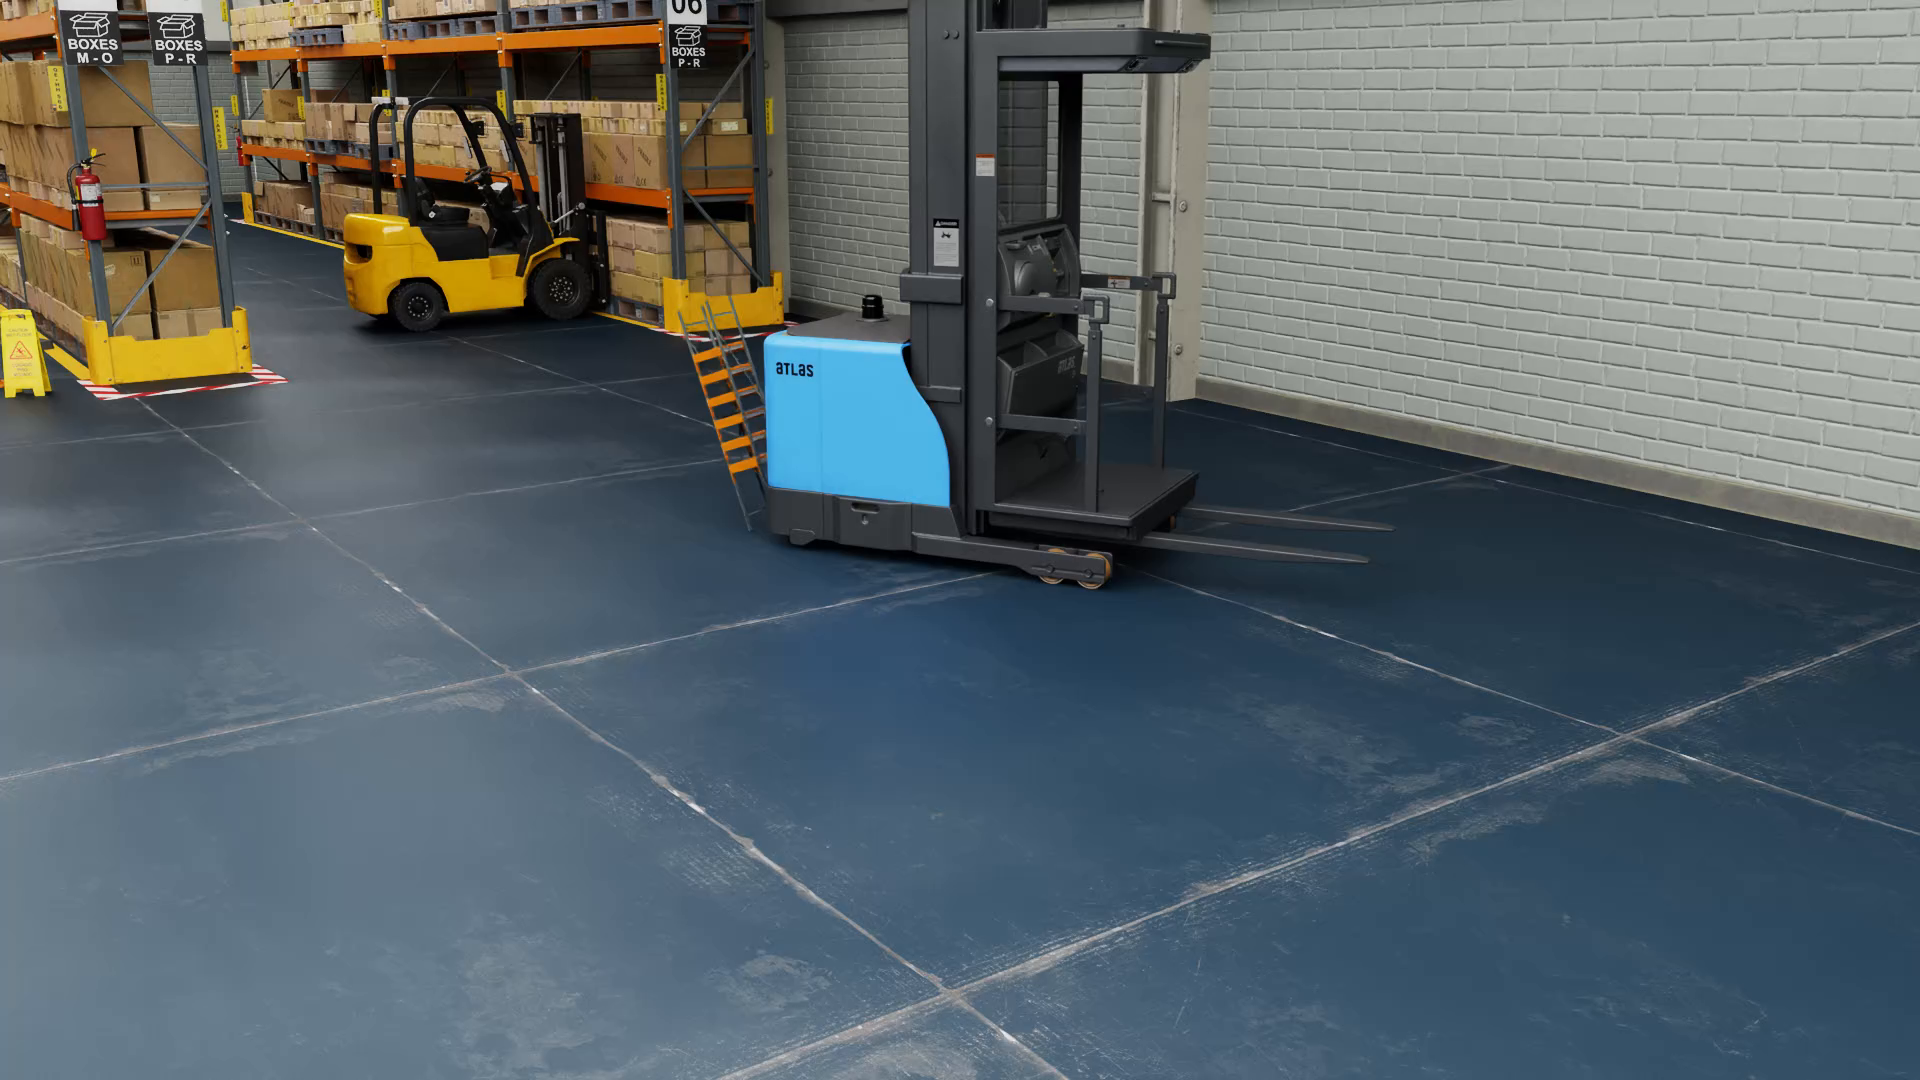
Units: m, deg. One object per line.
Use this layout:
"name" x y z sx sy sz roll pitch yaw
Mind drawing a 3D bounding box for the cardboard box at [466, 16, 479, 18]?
"cardboard box" -5.859 -6.505 20.438 0.380 0.166 0.250 -11 19 -35

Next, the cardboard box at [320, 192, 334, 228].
"cardboard box" -9.250 -4.951 24.922 0.500 0.500 0.500 -10 18 -32

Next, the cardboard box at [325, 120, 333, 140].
"cardboard box" -8.846 -5.874 23.813 0.396 0.266 0.258 -10 18 -32

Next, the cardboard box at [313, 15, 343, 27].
"cardboard box" -8.896 -7.325 23.467 0.380 0.149 0.250 -11 19 -35

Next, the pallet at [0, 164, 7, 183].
"pallet" -9.816 -3.958 17.718 1.003 0.211 1.213 -11 19 -35

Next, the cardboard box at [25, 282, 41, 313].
"cardboard box" -8.533 -2.321 15.787 0.500 0.250 0.500 -12 19 -37

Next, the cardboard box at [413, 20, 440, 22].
"cardboard box" -7.022 -6.920 22.023 0.380 0.149 0.250 -11 19 -34

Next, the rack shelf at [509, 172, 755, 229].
"rack shelf" -3.472 -3.610 17.446 1.077 0.370 4.000 -11 19 -35

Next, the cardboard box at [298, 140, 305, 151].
"cardboard box" -9.915 -6.052 25.482 0.380 0.149 0.250 -10 18 -33

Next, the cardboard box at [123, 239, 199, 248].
"cardboard box" -6.885 -2.328 14.391 0.500 0.500 0.500 -12 19 -37

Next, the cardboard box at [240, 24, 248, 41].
"cardboard box" -11.349 -8.222 26.972 0.500 0.250 0.500 -10 18 -33

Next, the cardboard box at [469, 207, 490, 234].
"cardboard box" -5.414 -3.718 20.180 0.875 0.625 0.625 -11 19 -35

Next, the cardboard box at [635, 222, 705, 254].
"cardboard box" -2.819 -2.938 16.148 0.500 0.250 0.500 -10 18 -33

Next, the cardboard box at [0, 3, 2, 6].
"cardboard box" -8.313 -4.885 14.782 0.500 0.250 0.500 -11 19 -35

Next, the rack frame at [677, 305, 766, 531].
"rack frame" -1.233 -0.644 8.770 0.006 1.200 0.240 -14 8 28

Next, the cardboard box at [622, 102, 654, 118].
"cardboard box" -3.110 -4.242 16.412 0.380 0.149 0.250 -11 19 -34

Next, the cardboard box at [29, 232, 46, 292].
"cardboard box" -8.208 -2.570 15.277 0.500 0.500 0.500 -10 18 -32

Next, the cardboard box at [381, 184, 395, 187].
"cardboard box" -8.303 -5.144 24.401 0.380 0.149 0.250 -10 18 -33

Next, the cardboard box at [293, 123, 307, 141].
"cardboard box" -9.849 -6.234 25.392 0.500 0.250 0.500 -10 18 -33

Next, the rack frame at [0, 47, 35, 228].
"rack frame" -11.013 -4.467 19.214 1.000 3.000 0.127 -11 19 -35

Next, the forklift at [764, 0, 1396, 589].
"forklift" 0.571 -1.345 7.938 3.031 2.935 1.130 7 17 24

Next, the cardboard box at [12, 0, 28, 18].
"cardboard box" -7.684 -4.438 13.902 0.380 0.149 0.250 -11 19 -35

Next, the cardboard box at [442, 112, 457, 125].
"cardboard box" -6.023 -5.096 20.096 0.380 0.149 0.250 -11 19 -36

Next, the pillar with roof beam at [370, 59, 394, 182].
"pillar with roof beam" -12.515 -8.606 22.973 9.100 9.000 0.400 -11 19 -35

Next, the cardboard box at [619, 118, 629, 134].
"cardboard box" -3.141 -4.091 16.422 0.380 0.149 0.250 -11 19 -35

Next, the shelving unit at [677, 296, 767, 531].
"shelving unit" -1.154 -0.663 8.727 0.189 1.200 0.258 -14 8 28

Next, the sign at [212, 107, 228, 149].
"sign" -5.870 -3.260 13.166 0.100 0.325 0.005 -11 19 -35

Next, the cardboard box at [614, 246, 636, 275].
"cardboard box" -3.122 -2.811 16.632 0.500 0.250 0.500 -11 19 -35

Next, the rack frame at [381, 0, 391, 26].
"rack frame" -7.000 -8.132 21.240 1.000 3.000 0.127 -11 19 -35

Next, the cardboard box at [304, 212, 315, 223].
"cardboard box" -9.917 -4.993 25.741 0.380 0.149 0.250 -12 19 -36

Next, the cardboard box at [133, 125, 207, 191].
"cardboard box" -6.363 -3.094 13.447 0.500 0.500 0.500 -11 19 -35

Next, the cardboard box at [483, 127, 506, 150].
"cardboard box" -5.144 -4.618 19.103 0.500 0.250 0.500 -11 19 -36

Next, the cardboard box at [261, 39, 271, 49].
"cardboard box" -10.732 -7.773 26.087 0.380 0.149 0.250 -10 18 -33

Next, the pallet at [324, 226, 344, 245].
"pallet" -8.843 -4.579 24.907 1.003 0.211 1.213 -11 19 -35

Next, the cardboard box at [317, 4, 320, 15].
"cardboard box" -8.832 -7.477 23.458 0.380 0.149 0.250 -11 19 -34

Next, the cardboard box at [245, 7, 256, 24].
"cardboard box" -11.056 -8.355 26.512 0.500 0.250 0.500 -11 19 -35

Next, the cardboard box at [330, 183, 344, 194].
"cardboard box" -9.131 -5.237 24.738 0.380 0.149 0.250 -11 19 -36

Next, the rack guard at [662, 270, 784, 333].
"rack guard" -2.282 -2.319 16.101 1.175 0.500 0.348 -11 19 -35

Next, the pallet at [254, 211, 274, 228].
"pallet" -11.190 -5.415 27.961 1.003 0.211 1.213 -11 19 -35

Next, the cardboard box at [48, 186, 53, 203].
"cardboard box" -7.511 -2.946 14.134 0.380 0.149 0.250 -11 19 -35

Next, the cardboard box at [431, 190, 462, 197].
"cardboard box" -7.055 -4.707 22.804 0.380 0.149 0.250 -10 18 -32

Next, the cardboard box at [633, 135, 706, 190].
"cardboard box" -2.798 -3.642 16.012 0.500 0.500 0.500 -11 19 -36

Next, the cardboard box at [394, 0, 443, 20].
"cardboard box" -6.771 -6.791 20.851 0.500 0.500 0.500 -11 19 -34

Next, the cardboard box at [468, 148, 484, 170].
"cardboard box" -5.456 -4.485 19.565 0.500 0.250 0.500 -11 19 -35

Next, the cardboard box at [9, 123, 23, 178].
"cardboard box" -8.314 -3.563 15.161 0.500 0.500 0.500 -11 19 -35

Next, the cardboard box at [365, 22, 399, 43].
"cardboard box" -7.498 -6.684 21.918 0.500 0.250 0.500 -12 19 -36

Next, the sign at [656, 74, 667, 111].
"sign" -2.744 -4.121 15.309 0.100 0.325 0.005 -11 19 -35

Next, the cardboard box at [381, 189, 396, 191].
"cardboard box" -7.919 -4.794 23.120 0.380 0.149 0.250 -10 18 -33
